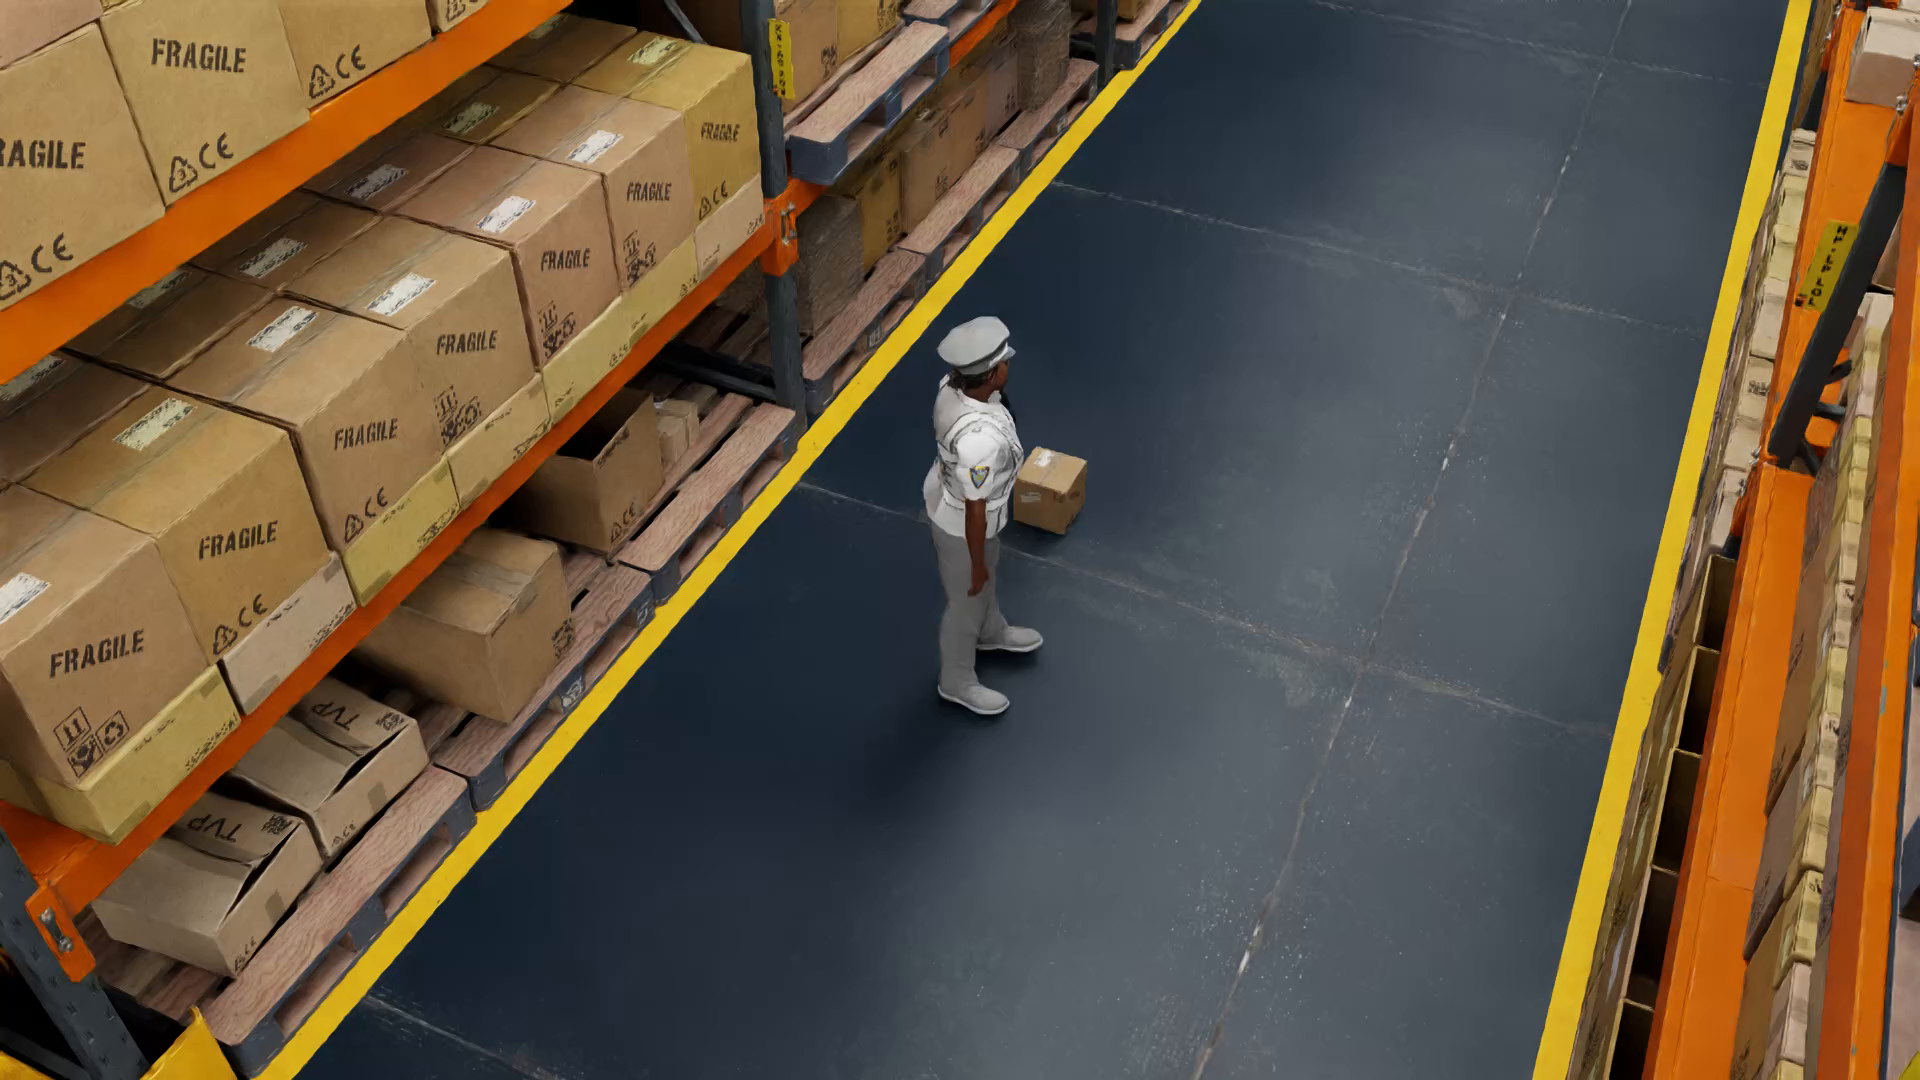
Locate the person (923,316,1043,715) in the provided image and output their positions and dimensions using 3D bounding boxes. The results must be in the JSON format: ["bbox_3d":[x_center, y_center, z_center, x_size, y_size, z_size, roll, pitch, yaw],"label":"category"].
[{"bbox_3d":[0.113,-0.075,6.204,0.484,1.684,0.508,-5,42,-5],"label":"person"}]
